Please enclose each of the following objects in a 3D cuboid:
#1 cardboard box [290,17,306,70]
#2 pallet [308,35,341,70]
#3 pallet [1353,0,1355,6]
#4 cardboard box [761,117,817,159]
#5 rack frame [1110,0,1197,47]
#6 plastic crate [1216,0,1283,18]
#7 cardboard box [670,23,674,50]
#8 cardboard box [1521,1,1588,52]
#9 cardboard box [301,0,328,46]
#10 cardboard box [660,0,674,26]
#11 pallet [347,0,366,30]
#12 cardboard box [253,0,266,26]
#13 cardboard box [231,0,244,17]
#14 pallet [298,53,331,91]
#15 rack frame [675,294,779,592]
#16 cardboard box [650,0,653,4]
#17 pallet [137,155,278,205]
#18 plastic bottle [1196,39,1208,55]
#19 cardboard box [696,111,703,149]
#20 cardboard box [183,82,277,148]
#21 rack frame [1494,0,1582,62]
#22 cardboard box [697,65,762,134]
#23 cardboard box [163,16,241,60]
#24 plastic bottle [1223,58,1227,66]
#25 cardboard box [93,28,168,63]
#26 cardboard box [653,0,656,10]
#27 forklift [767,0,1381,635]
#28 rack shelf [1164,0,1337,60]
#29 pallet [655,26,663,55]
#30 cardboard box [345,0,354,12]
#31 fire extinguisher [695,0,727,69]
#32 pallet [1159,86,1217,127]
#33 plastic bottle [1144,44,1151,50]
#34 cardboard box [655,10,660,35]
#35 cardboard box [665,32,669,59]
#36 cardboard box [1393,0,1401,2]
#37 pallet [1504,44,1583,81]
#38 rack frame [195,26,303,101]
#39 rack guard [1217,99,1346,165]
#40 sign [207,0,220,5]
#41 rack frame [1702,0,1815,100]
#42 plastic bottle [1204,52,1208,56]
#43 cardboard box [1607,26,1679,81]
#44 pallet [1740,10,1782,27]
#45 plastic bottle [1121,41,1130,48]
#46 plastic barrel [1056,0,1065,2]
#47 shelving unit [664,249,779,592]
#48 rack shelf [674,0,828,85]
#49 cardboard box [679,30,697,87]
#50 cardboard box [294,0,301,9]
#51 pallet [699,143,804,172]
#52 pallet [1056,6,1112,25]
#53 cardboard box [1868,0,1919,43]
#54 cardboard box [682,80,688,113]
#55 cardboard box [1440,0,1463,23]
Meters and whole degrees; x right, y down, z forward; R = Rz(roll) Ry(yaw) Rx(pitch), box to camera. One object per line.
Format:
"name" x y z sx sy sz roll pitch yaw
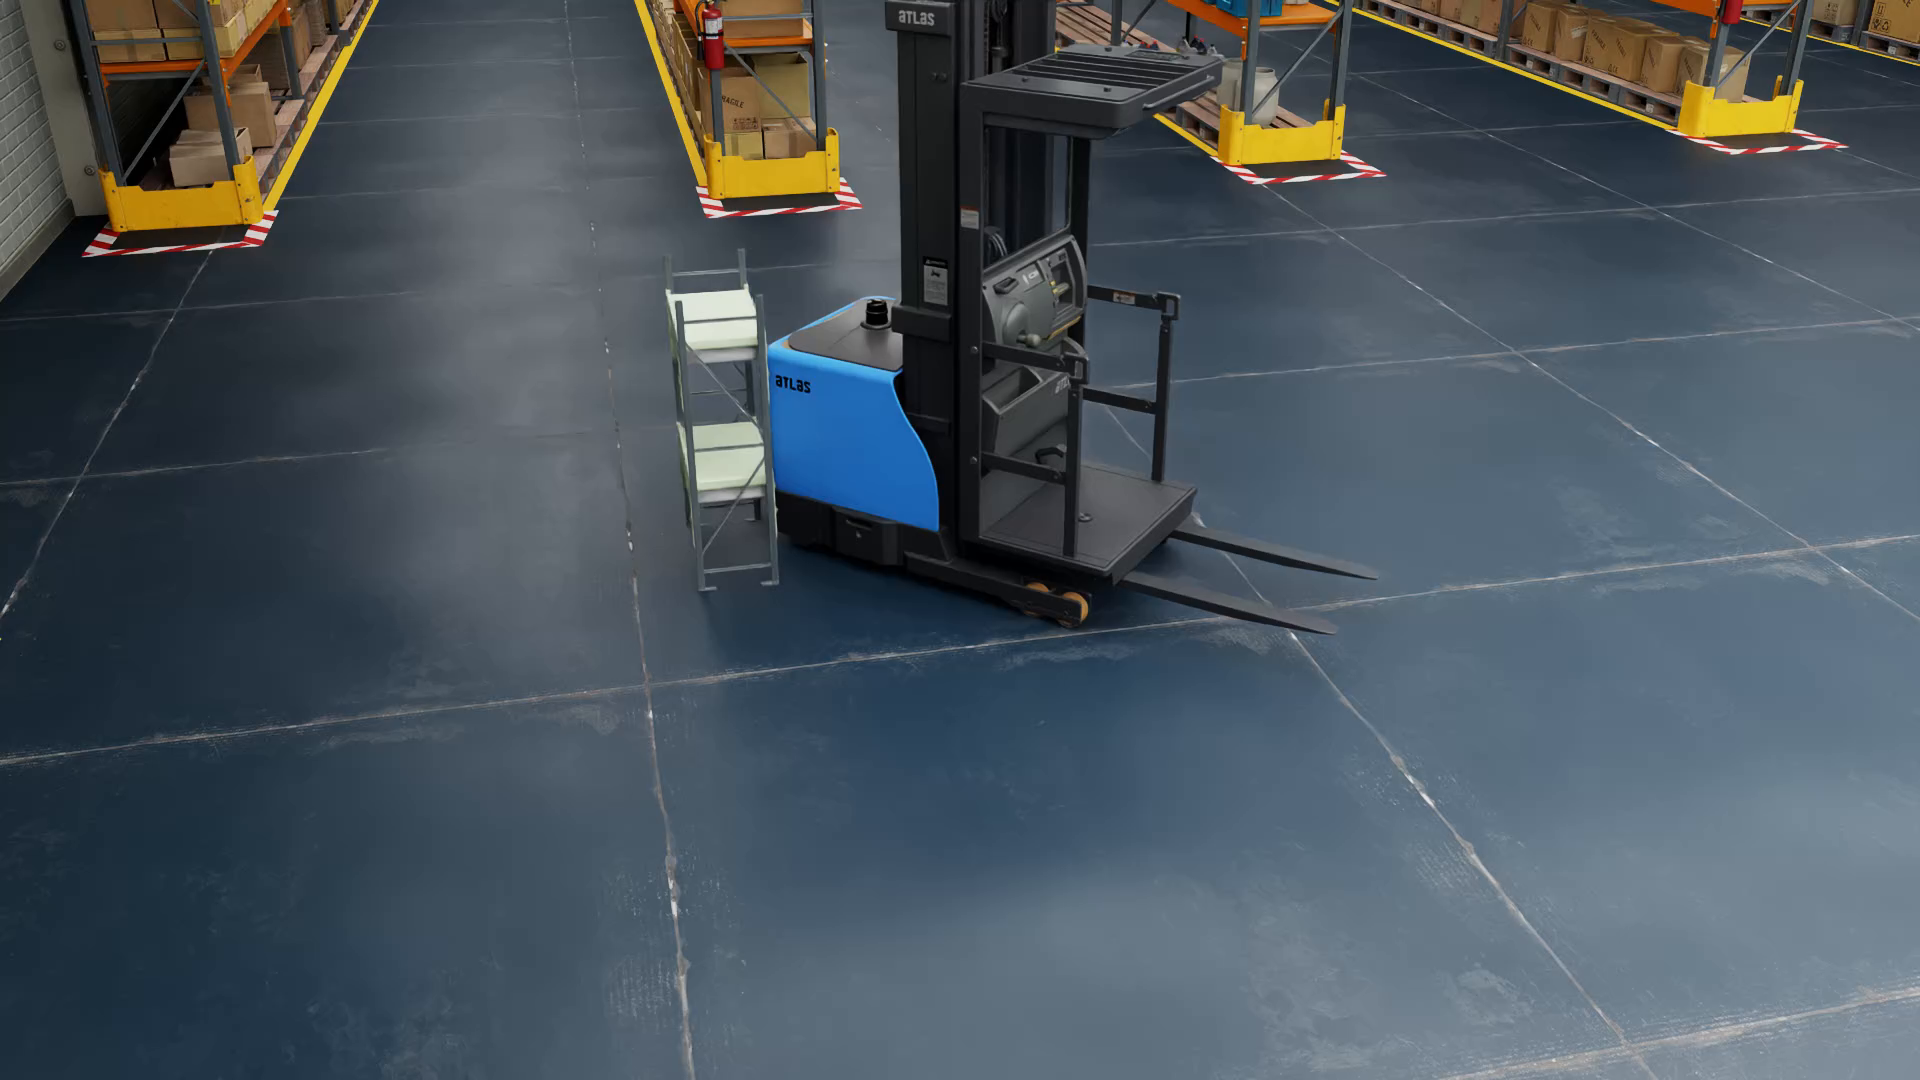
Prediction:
"cardboard box" -7.834 -5.603 18.809 0.700 0.500 0.500 -6 27 -11
"pallet" -8.137 -5.920 20.244 1.003 0.211 1.213 -6 27 -12
"pallet" 6.062 -8.126 24.614 1.003 0.211 1.213 -6 27 -12
"cardboard box" -1.588 -3.718 15.373 0.500 0.250 0.500 -6 27 -12
"rack frame" 2.242 -6.758 18.810 1.000 3.000 0.127 -6 27 -12
"plastic crate" 2.739 -5.125 15.739 0.499 0.251 0.616 -6 27 -12
"cardboard box" -2.956 -5.615 18.510 0.500 0.311 0.500 -6 27 -12
"cardboard box" 7.118 -6.153 19.919 0.500 0.500 0.500 -7 28 -13
"cardboard box" -8.099 -6.277 20.144 0.700 0.500 0.500 -6 27 -11
"cardboard box" -3.299 -6.283 19.833 0.500 0.311 0.500 -6 27 -12
"pallet" -8.688 -7.151 22.684 1.003 0.211 1.213 -6 27 -12
"cardboard box" -6.661 -4.857 15.188 0.500 0.250 0.500 -6 27 -11
"cardboard box" -6.425 -4.731 14.105 0.500 0.500 0.500 -6 27 -11
"pallet" -7.866 -5.385 19.185 1.003 0.211 1.213 -6 27 -12
"rack frame" -1.104 -0.438 7.952 0.400 1.500 0.023 -6 27 -12
"cardboard box" -4.042 -7.707 22.976 0.500 0.500 0.500 -7 28 -13
"pallet" -6.675 -3.144 14.746 1.003 0.211 1.213 -6 27 -12
"plastic bottle" 2.711 -5.434 18.638 0.144 0.351 0.185 -7 28 -14
"cardboard box" -2.217 -3.884 15.702 0.500 0.250 0.500 -6 27 -12
"cardboard box" -6.822 -3.966 15.565 0.700 0.500 0.500 -8 28 -15
"rack frame" 7.067 -7.261 19.806 1.000 3.000 0.127 -6 27 -12
"cardboard box" -2.094 -4.000 15.100 0.500 0.500 0.500 -6 27 -12
"cardboard box" -6.310 -4.184 13.855 0.500 0.250 0.500 -7 28 -13
"plastic bottle" 2.893 -5.091 18.047 0.097 0.271 0.097 0 27 0
"cardboard box" -6.803 -4.123 13.734 0.500 0.250 0.500 -6 27 -11
"cardboard box" -3.655 -6.963 21.179 0.500 0.311 0.500 -5 27 -10
"forklift" 0.539 -1.165 7.806 3.031 2.935 1.130 15 30 27
"rack shelf" 2.692 -5.559 17.232 1.077 0.370 4.000 -6 27 -12
"pallet" -3.339 -6.402 21.200 1.003 0.211 1.213 -6 27 -12
"cardboard box" -8.541 -7.457 22.115 0.750 0.750 0.750 -6 27 -12
"fire extinguisher" -2.110 -4.367 14.158 0.296 0.674 0.183 -6 27 -12
"pallet" 2.631 -4.677 17.782 1.003 0.211 1.213 -6 27 -12
"plastic bottle" 2.062 -5.292 18.358 0.144 0.351 0.185 -7 28 -14
"cardboard box" -3.540 -6.492 20.869 0.500 0.250 0.500 -7 28 -13
"cardboard box" -3.189 -5.816 19.529 0.500 0.250 0.500 -5 27 -10
"cardboard box" 6.336 -7.805 23.171 0.700 0.500 0.500 -7 28 -14
"pallet" 7.253 -5.725 19.857 1.003 0.211 1.213 -6 27 -12
"rack frame" -7.411 -5.752 16.817 1.000 3.000 0.127 -6 27 -12
"rack guard" 3.080 -3.914 15.950 1.175 0.500 0.348 -6 27 -12
"sign" -5.980 -4.437 13.252 0.100 0.325 0.005 -6 27 -12
"rack frame" 7.969 -5.505 16.327 1.000 3.000 0.127 -6 27 -12
"plastic bottle" 2.690 -5.240 18.330 0.061 0.283 0.133 -6 27 -12
"cardboard box" 7.554 -5.388 18.404 0.500 0.500 0.500 -3 27 -7
"pallet" 11.397 -7.343 23.064 1.003 0.211 1.213 -6 27 -12
"plastic bottle" 1.886 -5.552 18.960 0.097 0.271 0.097 0 27 0
"plastic barrel" 1.213 -7.945 23.105 0.600 0.830 0.708 -6 27 -12
"shelving unit" -1.186 -0.599 8.271 0.431 1.500 0.755 -6 27 -12
"rack shelf" -2.134 -5.057 16.239 1.077 0.370 4.000 -6 27 -12
"cardboard box" -2.560 -4.877 16.836 0.500 0.500 0.500 -6 27 -12
"cardboard box" -8.032 -6.356 19.467 0.500 0.250 0.500 -5 27 -11
"pallet" -1.897 -3.587 15.622 1.003 0.211 1.213 -6 27 -12
"pallet" 1.477 -6.925 22.235 1.003 0.211 1.213 -6 27 -12
"cardboard box" 11.996 -6.676 20.539 0.875 0.875 0.875 -6 27 -11
"cardboard box" -2.561 -4.542 17.005 0.500 0.250 0.500 -6 27 -12
"cardboard box" 6.734 -7.070 21.714 0.700 0.500 0.500 -8 28 -16
